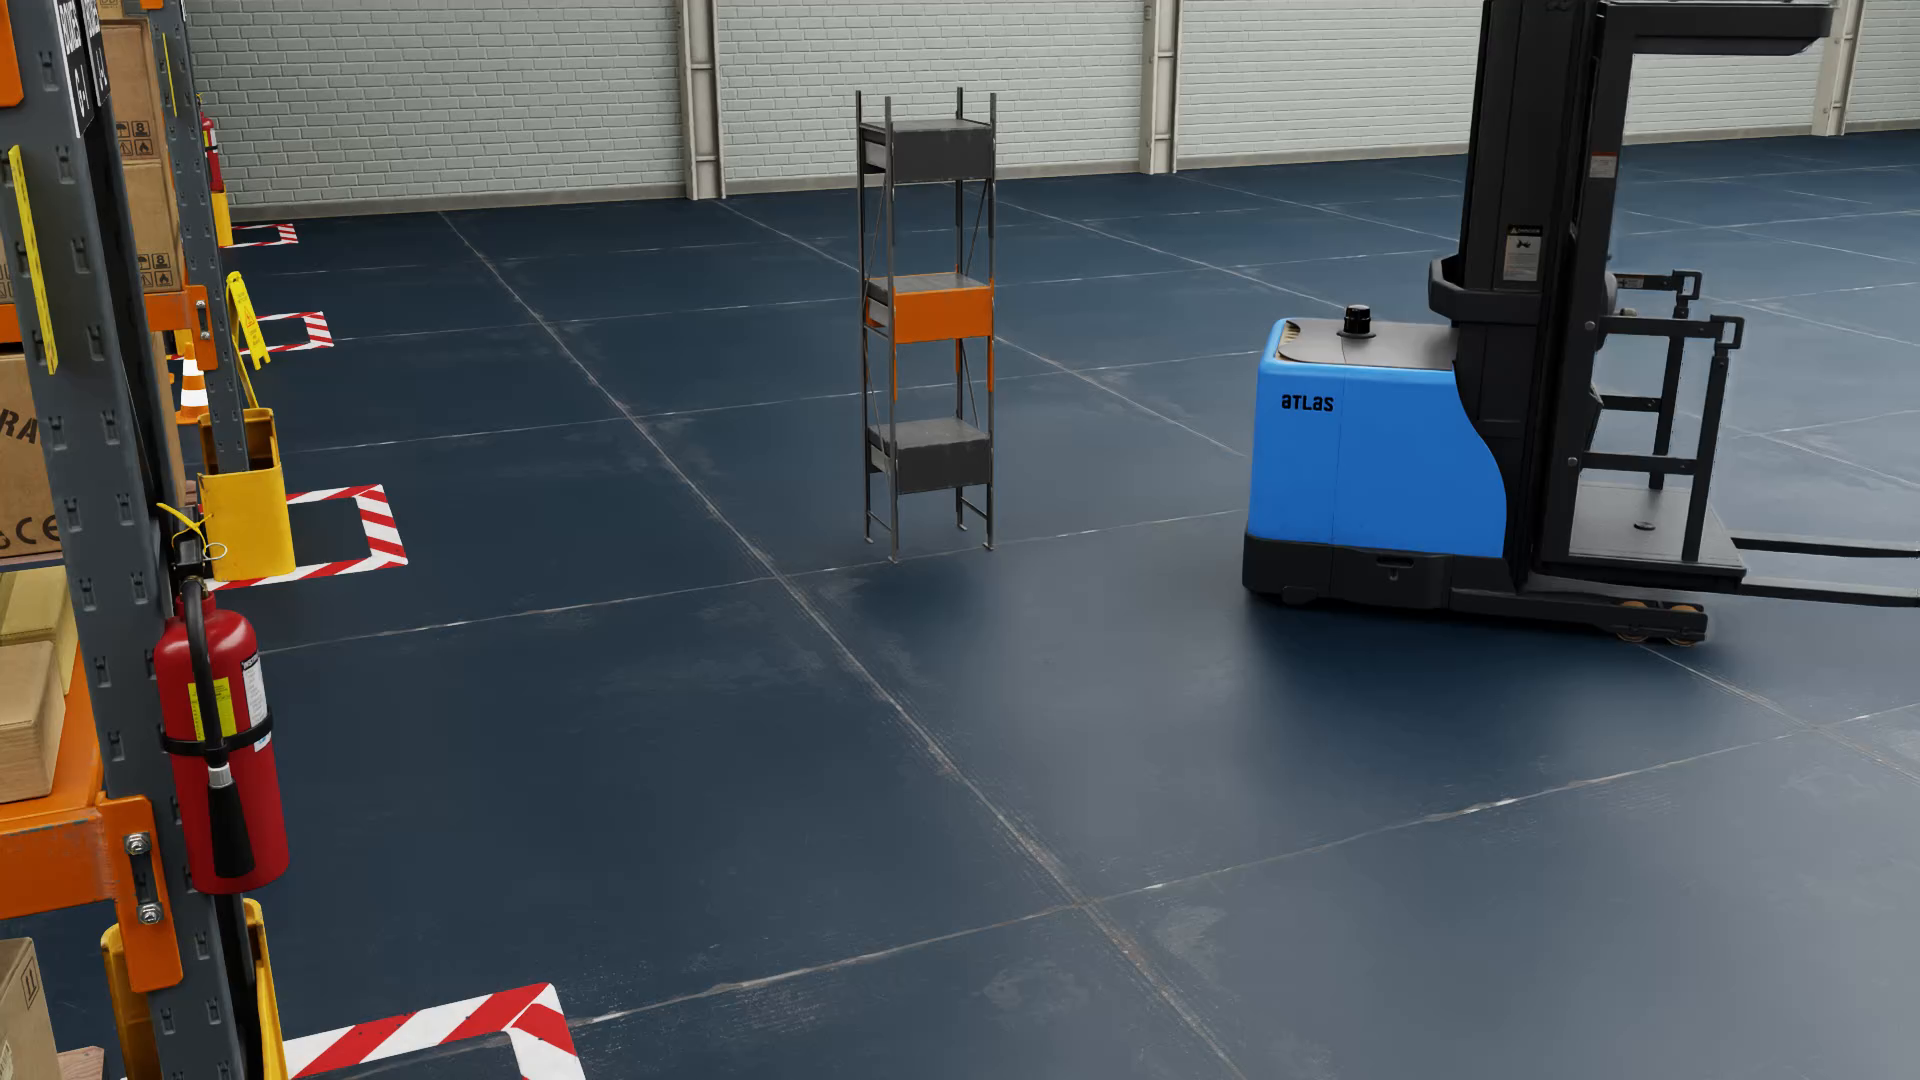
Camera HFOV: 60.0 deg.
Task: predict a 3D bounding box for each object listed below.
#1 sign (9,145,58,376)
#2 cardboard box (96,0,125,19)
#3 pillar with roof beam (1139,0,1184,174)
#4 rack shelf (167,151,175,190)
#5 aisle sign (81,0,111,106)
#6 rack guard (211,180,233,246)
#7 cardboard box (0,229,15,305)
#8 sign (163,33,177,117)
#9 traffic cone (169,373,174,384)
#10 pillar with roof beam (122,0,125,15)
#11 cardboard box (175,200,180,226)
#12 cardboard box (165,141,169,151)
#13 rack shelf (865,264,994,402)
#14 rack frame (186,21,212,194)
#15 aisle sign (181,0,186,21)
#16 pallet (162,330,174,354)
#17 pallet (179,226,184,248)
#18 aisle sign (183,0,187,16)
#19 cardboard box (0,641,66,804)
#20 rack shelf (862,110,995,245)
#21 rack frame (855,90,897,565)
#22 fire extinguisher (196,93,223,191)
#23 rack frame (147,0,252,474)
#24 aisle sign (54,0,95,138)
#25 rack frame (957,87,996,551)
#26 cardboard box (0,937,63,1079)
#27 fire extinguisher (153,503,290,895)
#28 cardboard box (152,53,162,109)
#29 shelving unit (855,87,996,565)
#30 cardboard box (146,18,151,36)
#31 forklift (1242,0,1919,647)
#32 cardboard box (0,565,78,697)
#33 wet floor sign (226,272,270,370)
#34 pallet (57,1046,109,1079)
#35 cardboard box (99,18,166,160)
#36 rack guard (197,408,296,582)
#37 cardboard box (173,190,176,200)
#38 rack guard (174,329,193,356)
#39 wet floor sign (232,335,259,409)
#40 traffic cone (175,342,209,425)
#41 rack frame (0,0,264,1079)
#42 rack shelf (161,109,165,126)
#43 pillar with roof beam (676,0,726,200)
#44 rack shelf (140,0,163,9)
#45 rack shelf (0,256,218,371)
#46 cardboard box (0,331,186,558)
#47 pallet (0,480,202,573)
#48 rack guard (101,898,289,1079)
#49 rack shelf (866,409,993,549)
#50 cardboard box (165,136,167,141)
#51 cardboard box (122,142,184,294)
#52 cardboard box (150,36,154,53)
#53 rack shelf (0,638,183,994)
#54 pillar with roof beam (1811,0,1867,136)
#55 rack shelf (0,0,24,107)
[{"bbox_3d":[-1.368,-0.412,2.457,0.005,0.325,0.100,-8,21,-22],"label":"sign"},{"bbox_3d":[-5.877,-3.436,11.161,0.500,0.500,0.700,-9,21,-23],"label":"cardboard box"},{"bbox_3d":[4.263,-7.703,16.349,0.400,9.000,9.100,-8,21,-22],"label":"pillar with roof beam"},{"bbox_3d":[-7.331,-2.308,11.145,4.000,0.370,1.077,-8,21,-22],"label":"rack shelf"},{"bbox_3d":[-1.631,-1.215,3.041,0.004,0.787,0.394,-8,21,-22],"label":"aisle sign"},{"bbox_3d":[-7.442,-3.248,16.494,0.348,0.500,1.175,-8,21,-22],"label":"rack guard"},{"bbox_3d":[-4.260,-1.344,7.096,0.550,0.550,0.875,-8,21,-22],"label":"cardboard box"},{"bbox_3d":[-3.239,-1.905,6.816,0.005,0.325,0.100,-8,21,-22],"label":"sign"},{"bbox_3d":[-5.378,-1.264,10.916,0.334,0.463,0.336,-8,21,-22],"label":"traffic cone"},{"bbox_3d":[-6.755,-6.124,11.866,0.400,9.000,9.100,-8,21,-22],"label":"pillar with roof beam"},{"bbox_3d":[-7.770,-3.167,16.008,0.500,0.250,0.500,-8,21,-22],"label":"cardboard box"},{"bbox_3d":[-7.763,-3.641,15.849,0.500,0.250,0.500,-7,21,-20],"label":"cardboard box"},{"bbox_3d":[-0.152,-0.956,7.616,0.480,0.518,0.431,-8,21,-22],"label":"rack shelf"},{"bbox_3d":[-7.464,-4.424,16.070,0.127,3.000,1.000,-8,21,-22],"label":"rack frame"},{"bbox_3d":[-3.257,-2.559,6.858,0.004,0.787,0.394,-8,21,-22],"label":"aisle sign"},{"bbox_3d":[-6.324,-1.489,11.934,1.213,0.211,1.003,-8,21,-22],"label":"pallet"},{"bbox_3d":[-8.150,-2.995,16.211,1.213,0.211,1.003,-8,21,-22],"label":"pallet"},{"bbox_3d":[-3.495,-2.742,7.378,0.004,0.787,0.394,-8,21,-22],"label":"aisle sign"},{"bbox_3d":[-1.749,0.330,2.946,0.250,0.149,0.380,-8,21,-22],"label":"cardboard box"},{"bbox_3d":[-0.152,-1.616,7.384,0.480,0.518,0.431,-8,21,-22],"label":"rack shelf"},{"bbox_3d":[-0.376,-0.937,7.520,0.015,2.100,0.400,-8,21,-22],"label":"rack frame"},{"bbox_3d":[-5.207,-2.749,11.429,0.183,0.674,0.296,-8,21,-22],"label":"fire extinguisher"},{"bbox_3d":[-3.441,-1.415,7.523,0.127,3.000,1.000,-8,21,-22],"label":"rack frame"},{"bbox_3d":[-1.393,-1.032,2.521,0.004,0.787,0.394,-8,21,-22],"label":"aisle sign"},{"bbox_3d":[0.072,-1.001,7.703,0.015,2.100,0.400,-8,21,-22],"label":"rack frame"},{"bbox_3d":[-2.149,1.169,3.316,0.500,0.500,0.500,-4,20,-12],"label":"cardboard box"},{"bbox_3d":[-1.281,0.273,2.846,0.183,0.674,0.296,-8,21,-22],"label":"fire extinguisher"},{"bbox_3d":[-7.812,-4.326,15.642,0.500,0.500,0.500,-9,21,-23],"label":"cardboard box"},{"bbox_3d":[-0.152,-0.969,7.611,0.503,2.100,0.431,-8,21,-22],"label":"shelving unit"},{"bbox_3d":[-7.709,-4.806,15.580,0.250,0.149,0.380,-8,21,-22],"label":"cardboard box"},{"bbox_3d":[2.805,-1.142,6.851,3.031,2.935,1.130,5,20,13],"label":"forklift"},{"bbox_3d":[-1.925,0.195,3.331,0.250,0.149,0.380,-8,21,-22],"label":"cardboard box"},{"bbox_3d":[-4.896,-1.499,11.308,0.232,0.644,0.267,-1,19,-3],"label":"wet floor sign"},{"bbox_3d":[-2.399,1.533,3.351,1.213,0.211,1.003,-8,21,-22],"label":"pallet"},{"bbox_3d":[-3.797,-1.958,7.214,0.550,0.550,0.875,-8,21,-22],"label":"cardboard box"},{"bbox_3d":[-3.419,-0.239,7.947,0.348,0.500,1.175,-8,21,-22],"label":"rack guard"},{"bbox_3d":[-7.787,-3.402,15.921,0.500,0.250,0.500,-8,21,-23],"label":"cardboard box"},{"bbox_3d":[-5.564,-1.722,12.159,0.348,0.500,1.175,-8,21,-22],"label":"rack guard"},{"bbox_3d":[-4.199,-0.912,9.640,0.232,0.644,0.267,-12,23,-31],"label":"wet floor sign"},{"bbox_3d":[-4.626,-0.971,10.082,0.334,0.463,0.336,-8,21,-22],"label":"traffic cone"},{"bbox_3d":[-1.570,0.110,3.192,0.053,2.616,0.949,-8,21,-22],"label":"rack frame"},{"bbox_3d":[-9.300,-3.822,15.442,4.000,0.370,1.077,-8,21,-22],"label":"rack shelf"},{"bbox_3d":[-1.246,-6.913,14.107,0.400,9.000,9.100,-8,21,-22],"label":"pillar with roof beam"},{"bbox_3d":[-5.277,-2.227,6.397,4.000,0.370,1.077,-8,21,-22],"label":"rack shelf"},{"bbox_3d":[-5.277,-0.812,6.895,4.000,0.370,1.077,-8,21,-22],"label":"rack shelf"},{"bbox_3d":[-4.037,-0.501,7.496,0.875,0.875,0.875,-8,21,-22],"label":"cardboard box"},{"bbox_3d":[-4.144,0.030,7.620,1.213,0.211,1.003,-8,21,-22],"label":"pallet"},{"bbox_3d":[-1.639,1.300,3.576,0.348,0.500,1.175,-8,21,-22],"label":"rack guard"},{"bbox_3d":[-0.152,-0.295,7.848,0.480,0.518,0.431,-8,21,-22],"label":"rack shelf"},{"bbox_3d":[-7.980,-3.791,16.275,0.500,0.250,0.500,-8,21,-23],"label":"cardboard box"},{"bbox_3d":[-3.764,-1.423,7.320,0.550,0.550,0.875,-8,21,-22],"label":"cardboard box"},{"bbox_3d":[-7.671,-4.646,15.574,0.250,0.149,0.380,-8,21,-21],"label":"cardboard box"},{"bbox_3d":[-3.405,0.714,2.562,4.000,0.370,1.077,-8,21,-22],"label":"rack shelf"},{"bbox_3d":[15.282,-9.281,20.833,0.400,9.000,9.100,-8,21,-22],"label":"pillar with roof beam"},{"bbox_3d":[-3.405,-0.701,2.064,4.000,0.370,1.077,-8,21,-22],"label":"rack shelf"}]
